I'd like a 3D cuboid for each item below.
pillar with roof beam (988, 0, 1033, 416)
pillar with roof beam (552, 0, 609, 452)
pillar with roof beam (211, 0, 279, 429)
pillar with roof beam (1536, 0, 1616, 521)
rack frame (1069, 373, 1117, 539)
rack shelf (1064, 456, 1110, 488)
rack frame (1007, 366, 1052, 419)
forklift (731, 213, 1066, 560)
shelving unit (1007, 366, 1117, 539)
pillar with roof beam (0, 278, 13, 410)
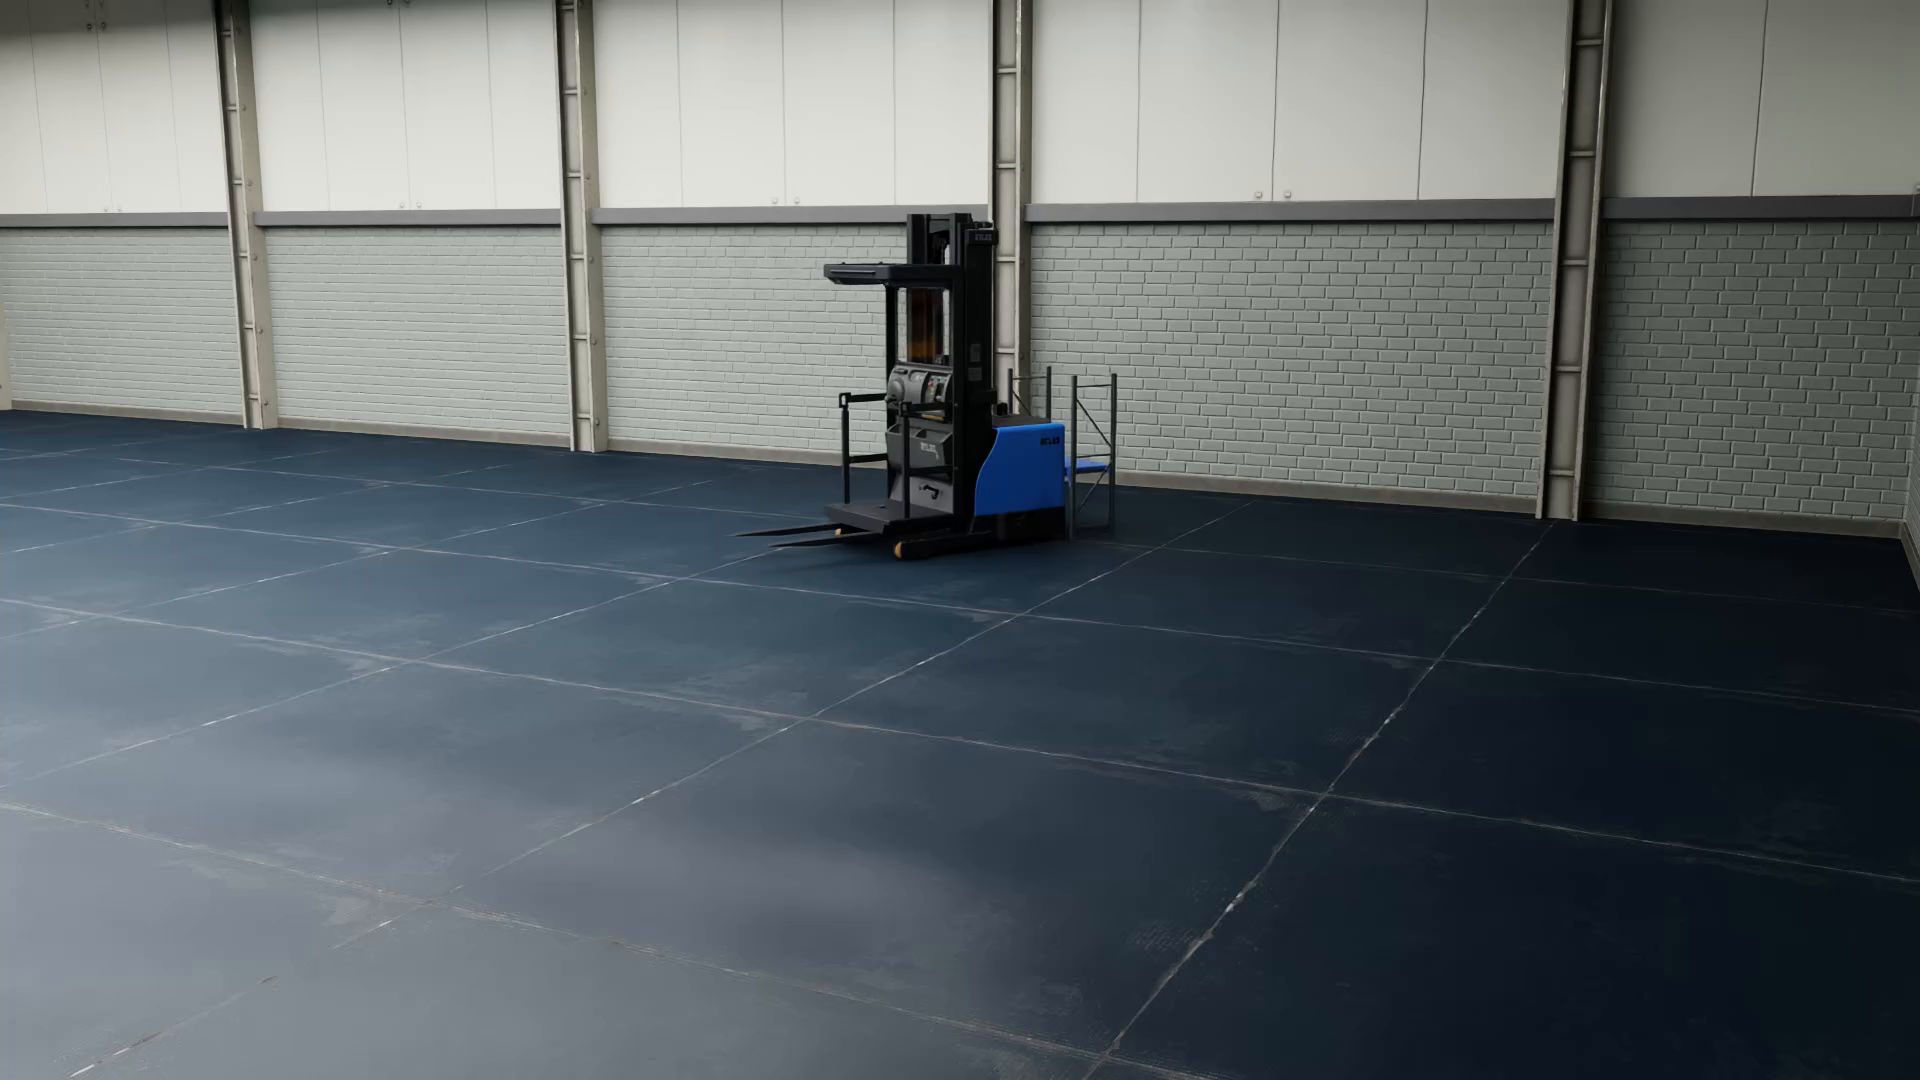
[{"bbox_3d":[-1.353,-4.439,14.491,0.400,9.000,9.100,5,11,26],"label":"pillar with roof beam"},{"bbox_3d":[-6.734,-4.912,17.103,0.400,9.000,9.100,5,11,26],"label":"pillar with roof beam"},{"bbox_3d":[-12.114,-5.385,19.716,0.400,9.000,9.100,5,11,26],"label":"pillar with roof beam"},{"bbox_3d":[4.028,-3.966,11.878,0.400,9.000,9.100,5,11,26],"label":"pillar with roof beam"},{"bbox_3d":[1.224,-0.770,15.272,0.500,1.500,0.032,-7,12,-32],"label":"rack frame"},{"bbox_3d":[0.946,-0.669,15.723,0.538,0.185,1.000,-7,12,-32],"label":"rack shelf"},{"bbox_3d":[0.669,-0.921,16.110,0.500,1.500,0.032,-7,12,-32],"label":"rack frame"},{"bbox_3d":[-0.530,-1.376,14.604,3.031,2.935,1.130,-7,12,-34],"label":"forklift"},{"bbox_3d":[0.946,-0.846,15.691,0.538,1.500,1.048,-7,12,-32],"label":"shelving unit"},{"bbox_3d":[-17.495,-5.858,22.328,0.400,9.000,9.100,5,11,26],"label":"pillar with roof beam"}]
